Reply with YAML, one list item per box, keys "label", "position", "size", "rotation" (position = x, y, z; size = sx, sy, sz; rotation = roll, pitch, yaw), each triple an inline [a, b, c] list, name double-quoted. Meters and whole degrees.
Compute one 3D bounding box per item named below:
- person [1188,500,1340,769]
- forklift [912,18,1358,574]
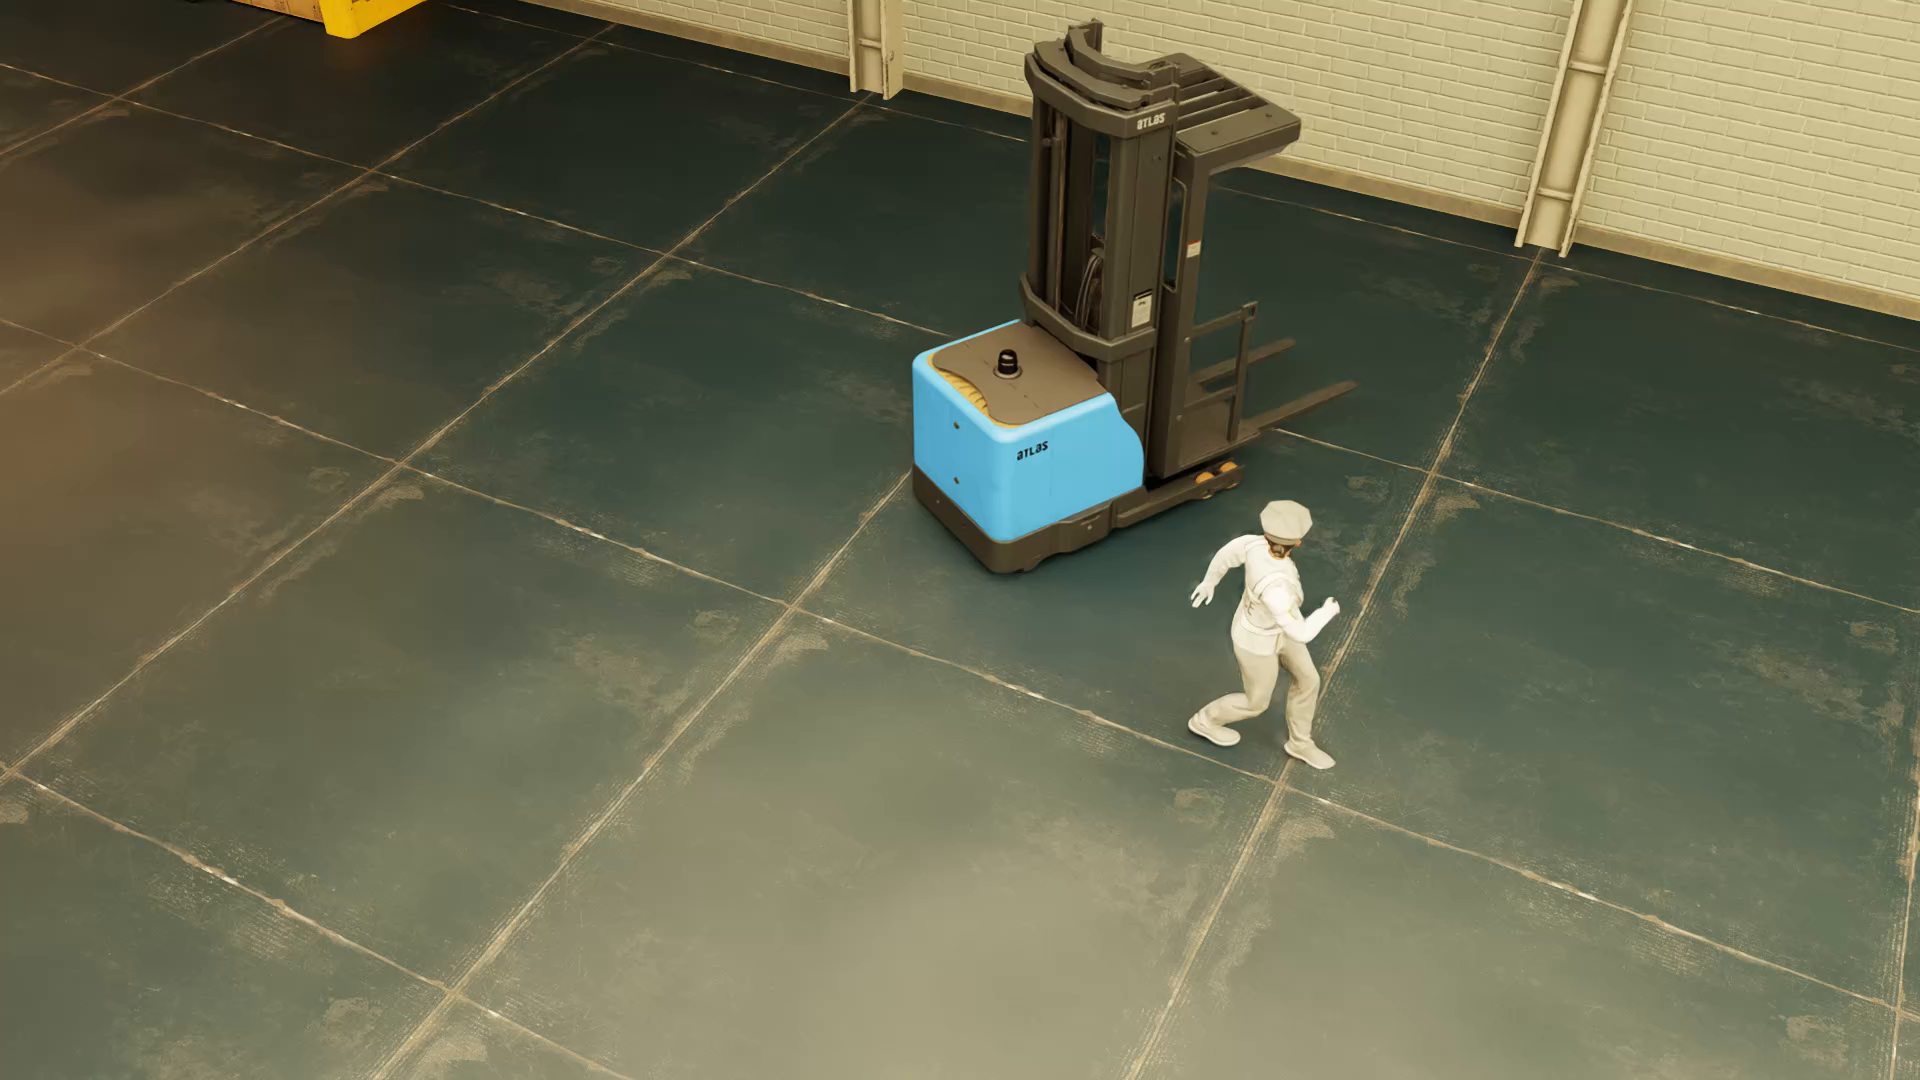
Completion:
- label: "person"
  position: [1.580, 0.496, 8.465]
  size: [0.889, 1.620, 0.513]
  rotation: [11, 41, 13]
- label: "forklift"
  position: [1.217, -1.650, 9.945]
  size: [3.031, 2.935, 1.130]
  rotation: [-22, 45, -24]
